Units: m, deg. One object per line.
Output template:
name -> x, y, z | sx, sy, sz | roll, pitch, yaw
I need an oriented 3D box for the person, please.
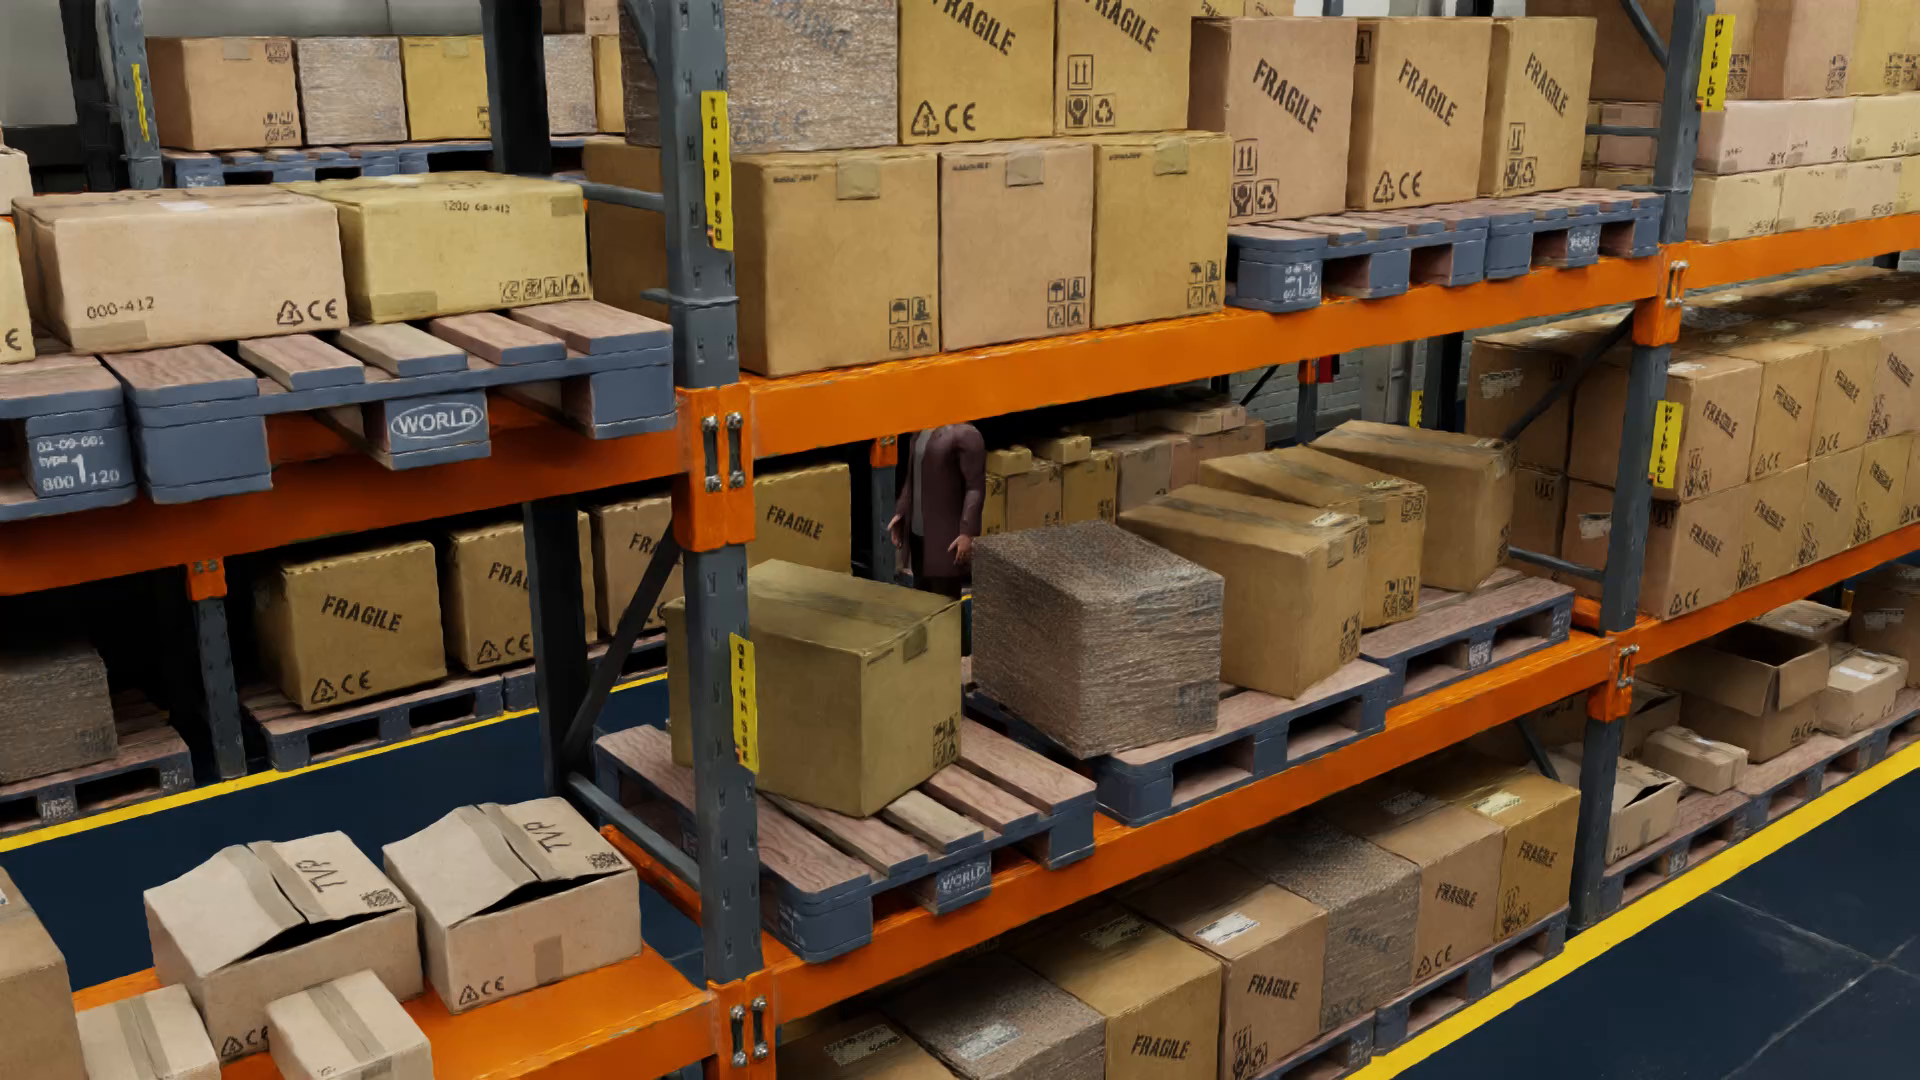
person -> -0.115, -0.035, 9.255 | 0.476, 1.822, 0.645 | -13, 21, -35
